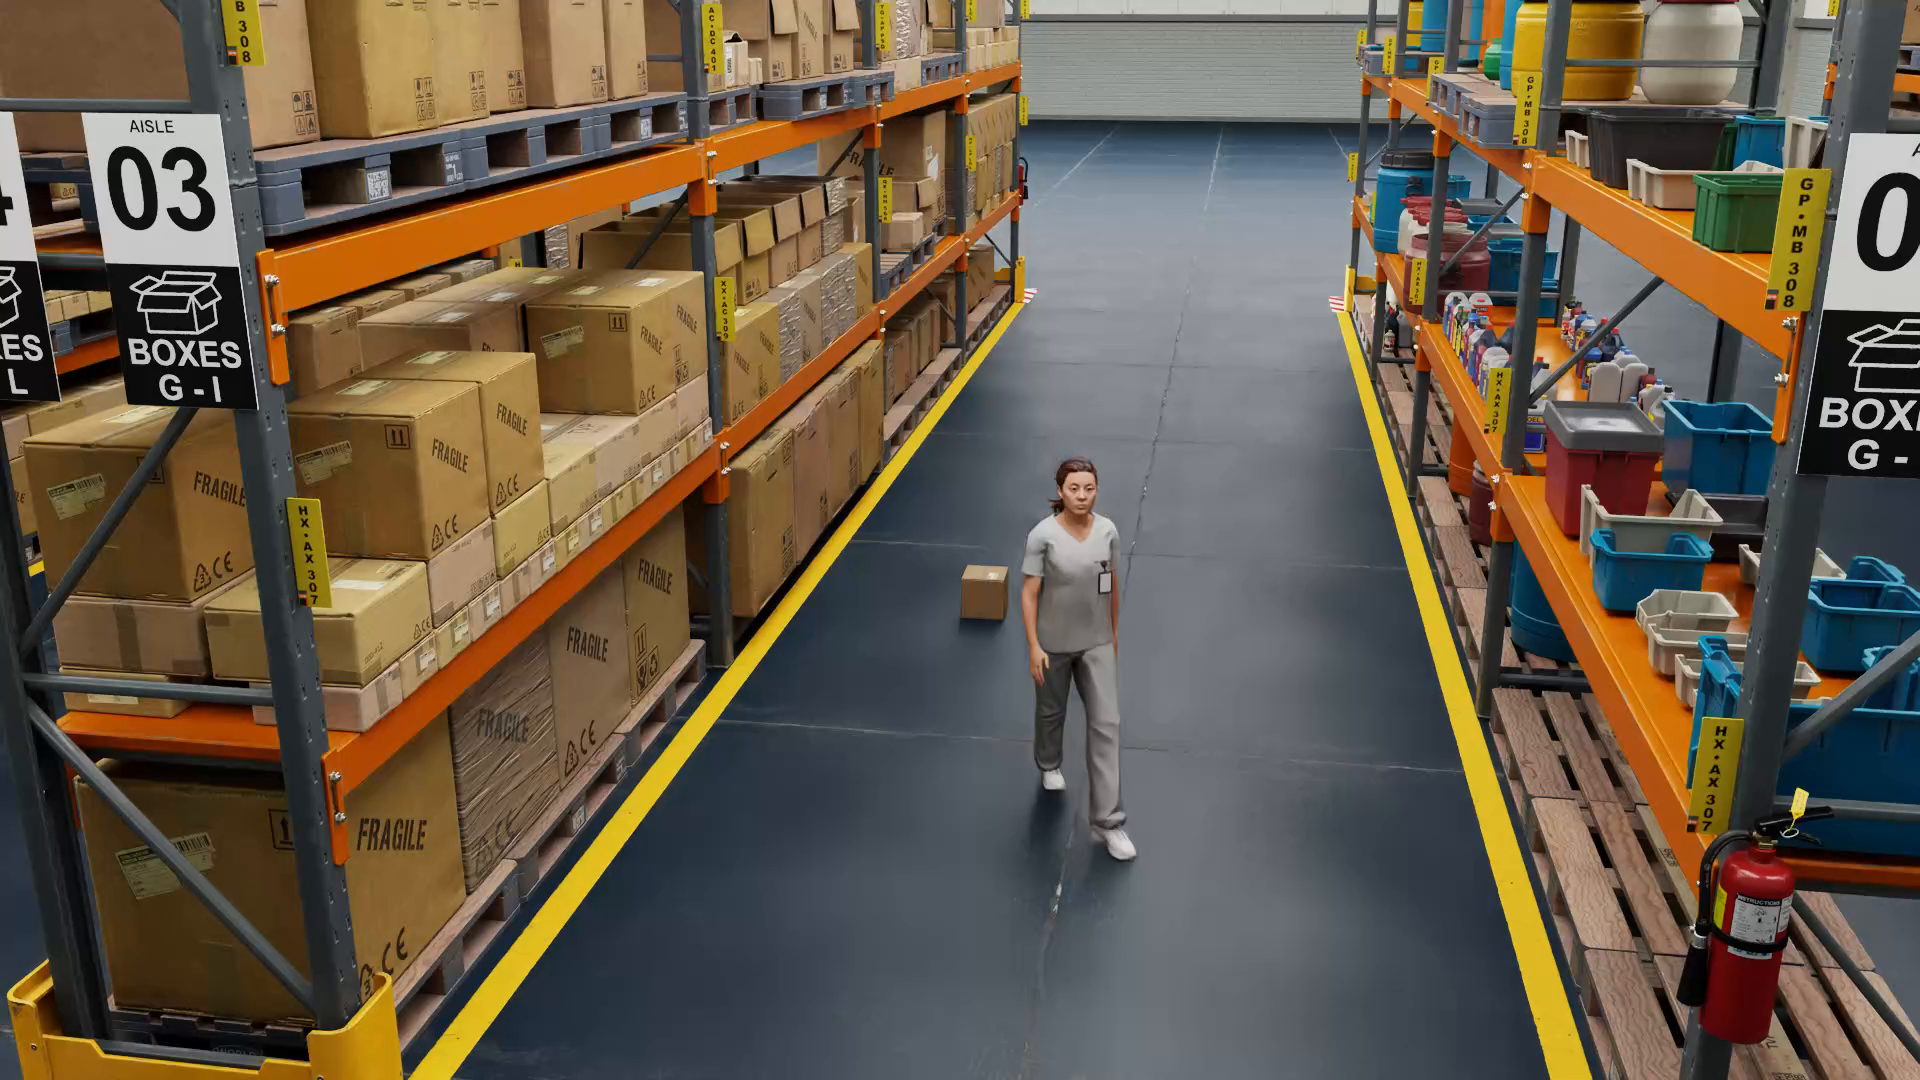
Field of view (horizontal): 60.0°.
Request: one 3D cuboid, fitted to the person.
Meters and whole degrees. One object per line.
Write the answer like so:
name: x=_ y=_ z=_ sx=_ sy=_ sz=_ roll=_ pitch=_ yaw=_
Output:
person: x=0.497 y=0.451 z=7.129 sx=0.471 sy=1.611 sz=0.985 roll=-3 pitch=18 yaw=-9
